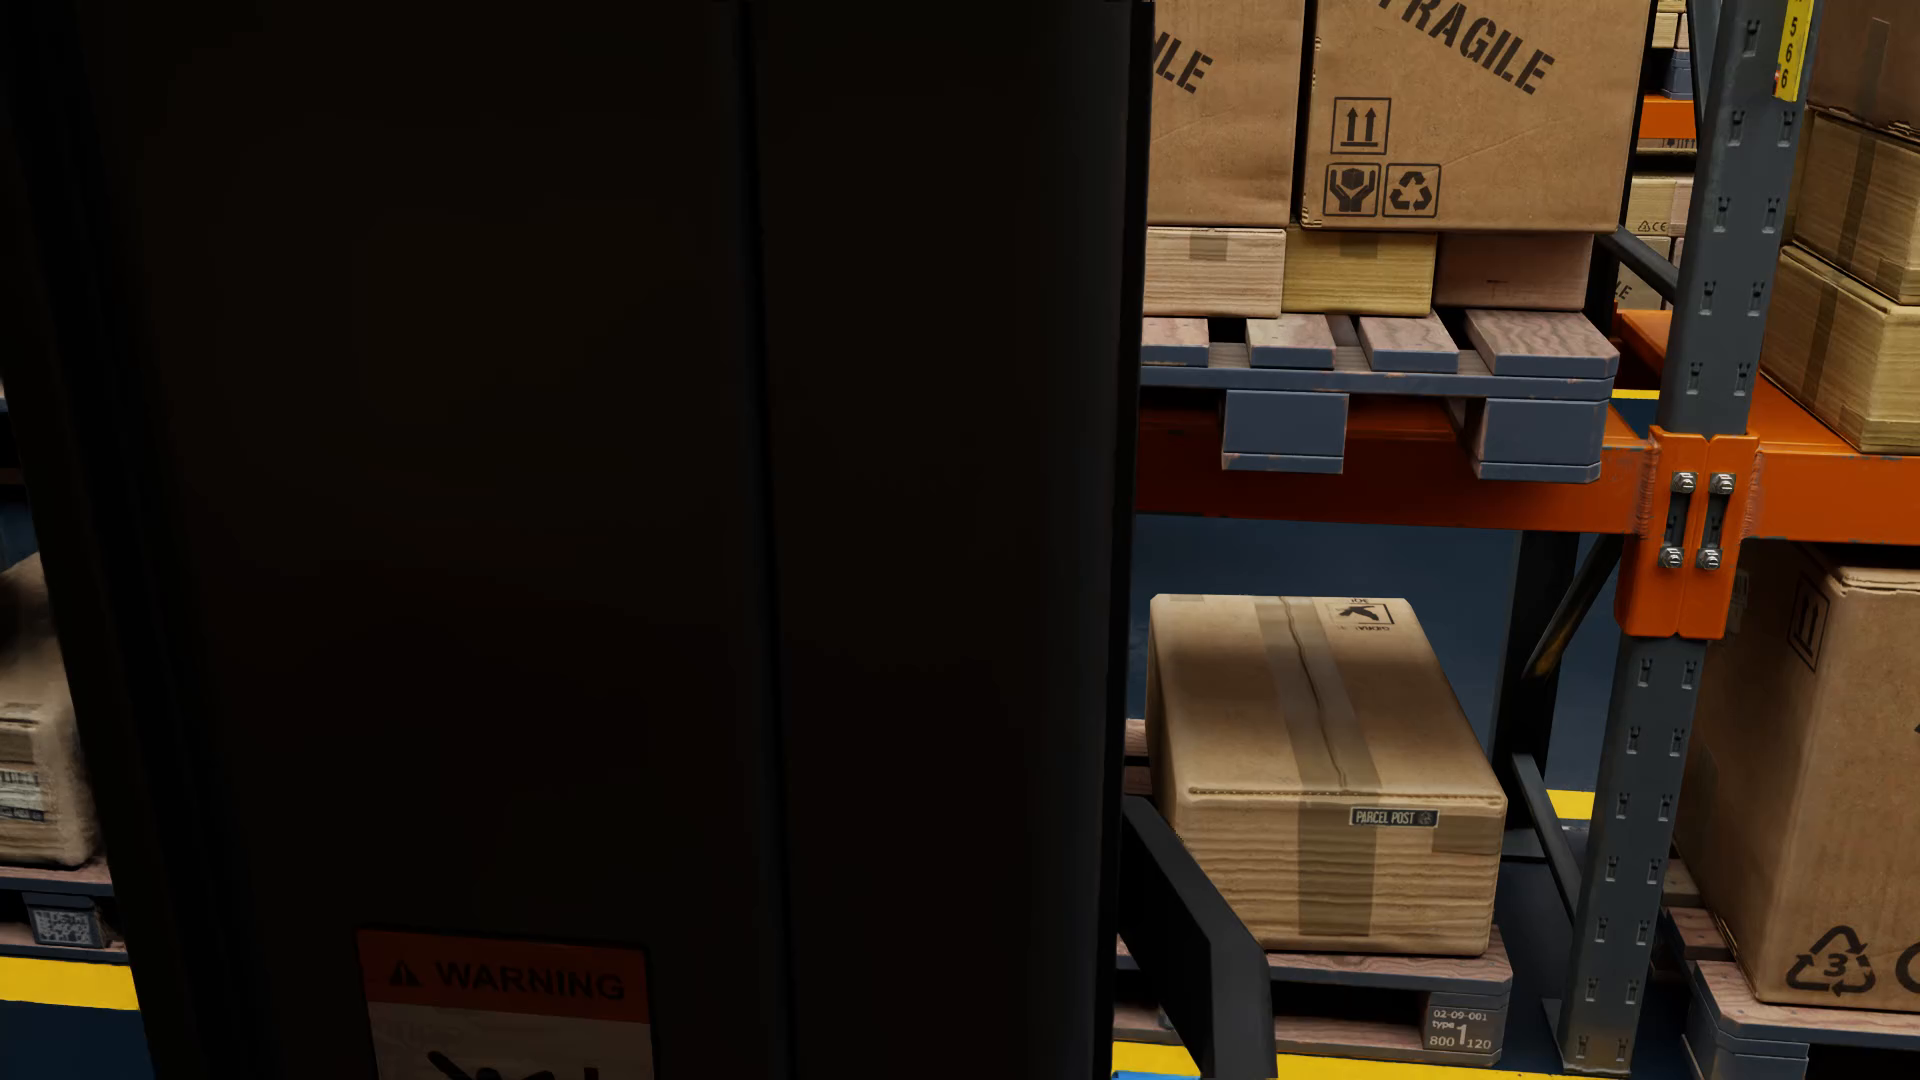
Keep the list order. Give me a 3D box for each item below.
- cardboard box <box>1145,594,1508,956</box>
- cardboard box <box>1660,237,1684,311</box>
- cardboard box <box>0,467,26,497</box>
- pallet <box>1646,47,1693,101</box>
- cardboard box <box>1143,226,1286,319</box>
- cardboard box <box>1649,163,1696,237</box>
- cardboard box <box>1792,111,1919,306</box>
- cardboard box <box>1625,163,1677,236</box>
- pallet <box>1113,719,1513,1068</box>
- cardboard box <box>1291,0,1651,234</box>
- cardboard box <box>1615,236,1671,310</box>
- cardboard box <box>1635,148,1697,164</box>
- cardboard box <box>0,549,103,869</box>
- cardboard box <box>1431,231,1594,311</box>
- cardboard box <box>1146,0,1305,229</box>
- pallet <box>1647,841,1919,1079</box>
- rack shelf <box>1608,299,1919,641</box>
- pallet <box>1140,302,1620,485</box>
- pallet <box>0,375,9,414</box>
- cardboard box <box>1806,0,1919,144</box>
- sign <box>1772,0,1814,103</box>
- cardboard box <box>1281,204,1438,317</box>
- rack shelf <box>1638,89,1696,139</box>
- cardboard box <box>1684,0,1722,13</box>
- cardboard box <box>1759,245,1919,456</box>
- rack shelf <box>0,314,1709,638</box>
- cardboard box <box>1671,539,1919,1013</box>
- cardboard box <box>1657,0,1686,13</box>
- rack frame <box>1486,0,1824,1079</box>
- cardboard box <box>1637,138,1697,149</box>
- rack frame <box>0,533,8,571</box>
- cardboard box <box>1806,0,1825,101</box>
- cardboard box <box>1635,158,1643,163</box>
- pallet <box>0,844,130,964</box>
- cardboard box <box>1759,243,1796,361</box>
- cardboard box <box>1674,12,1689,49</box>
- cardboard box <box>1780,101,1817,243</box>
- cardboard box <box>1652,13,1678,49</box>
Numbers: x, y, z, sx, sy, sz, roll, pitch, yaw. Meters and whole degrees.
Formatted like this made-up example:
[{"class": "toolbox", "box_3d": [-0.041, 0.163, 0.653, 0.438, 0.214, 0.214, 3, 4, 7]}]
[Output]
[{"class": "cardboard box", "box_3d": [0.751, 0.477, 3.657, 0.625, 0.372, 0.950, 1, 22, 3]}, {"class": "cardboard box", "box_3d": [3.476, -1.202, 7.728, 0.500, 0.500, 0.500, 2, 22, 5]}, {"class": "cardboard box", "box_3d": [-3.661, -0.581, 6.541, 0.503, 0.637, 0.797, 2, 22, 6]}, {"class": "pallet", "box_3d": [3.764, -2.174, 7.619, 1.213, 0.211, 1.003, 2, 22, 6]}, {"class": "cardboard box", "box_3d": [0.428, -0.508, 2.916, 0.250, 0.149, 0.380, 2, 22, 6]}, {"class": "cardboard box", "box_3d": [3.443, -1.549, 7.587, 0.500, 0.250, 0.500, 3, 22, 7]}, {"class": "cardboard box", "box_3d": [1.785, -0.573, 2.832, 0.500, 0.250, 0.500, 2, 22, 6]}, {"class": "cardboard box", "box_3d": [2.953, -1.575, 7.653, 0.500, 0.250, 0.500, 2, 22, 6]}, {"class": "pallet", "box_3d": [0.535, 0.740, 3.780, 1.213, 0.211, 1.003, 2, 22, 6]}, {"class": "cardboard box", "box_3d": [0.827, -0.820, 2.823, 0.500, 0.500, 0.500, 2, 22, 5]}, {"class": "cardboard box", "box_3d": [2.965, -1.222, 7.780, 0.500, 0.500, 0.500, 3, 22, 7]}, {"class": "cardboard box", "box_3d": [3.509, -1.736, 8.059, 0.500, 0.250, 0.500, 3, 22, 8]}, {"class": "cardboard box", "box_3d": [-2.140, 0.354, 3.969, 0.625, 0.372, 0.950, 3, 22, 7]}, {"class": "cardboard box", "box_3d": [0.958, -0.529, 2.968, 0.250, 0.149, 0.380, 3, 22, 8]}, {"class": "cardboard box", "box_3d": [0.312, -0.839, 2.869, 0.500, 0.500, 0.500, 2, 22, 5]}, {"class": "pallet", "box_3d": [2.085, 0.836, 3.537, 1.213, 0.211, 1.003, 2, 22, 6]}, {"class": "rack shelf", "box_3d": [3.297, -0.101, 3.094, 4.000, 0.370, 1.077, 2, 22, 6]}, {"class": "pallet", "box_3d": [0.591, -0.425, 3.195, 1.003, 0.211, 1.213, 2, 22, 6]}, {"class": "pallet", "box_3d": [-1.919, -0.520, 3.435, 1.213, 0.211, 1.003, 2, 22, 6]}, {"class": "cardboard box", "box_3d": [1.772, -0.923, 2.698, 0.500, 0.500, 0.500, 2, 22, 5]}, {"class": "sign", "box_3d": [1.257, -0.825, 2.480, 0.005, 0.325, 0.100, 2, 22, 6]}, {"class": "cardboard box", "box_3d": [0.683, -0.514, 2.930, 0.250, 0.149, 0.380, 3, 22, 7]}, {"class": "rack shelf", "box_3d": [3.779, -1.912, 7.676, 4.000, 0.370, 1.077, 2, 22, 6]}, {"class": "cardboard box", "box_3d": [3.282, -2.413, 7.329, 0.250, 0.149, 0.380, 3, 22, 6]}, {"class": "cardboard box", "box_3d": [1.767, -0.339, 2.922, 0.500, 0.250, 0.500, 2, 22, 5]}, {"class": "rack shelf", "box_3d": [-0.675, -0.274, 3.531, 4.000, 0.370, 1.077, 2, 22, 6]}, {"class": "cardboard box", "box_3d": [1.987, 0.331, 3.341, 0.875, 0.875, 0.875, 2, 22, 6]}, {"class": "cardboard box", "box_3d": [3.035, -2.424, 7.357, 0.250, 0.149, 0.380, 3, 22, 7]}, {"class": "rack frame", "box_3d": [1.311, -0.522, 3.180, 0.127, 3.000, 1.000, 2, 22, 6]}, {"class": "cardboard box", "box_3d": [4.924, -3.233, 12.356, 0.875, 0.875, 1.225, 2, 22, 4]}, {"class": "rack frame", "box_3d": [-2.661, -0.695, 3.618, 0.127, 3.000, 1.000, 2, 22, 6]}, {"class": "cardboard box", "box_3d": [1.855, -1.107, 3.163, 0.500, 0.500, 0.500, 2, 22, 5]}, {"class": "cardboard box", "box_3d": [3.006, -1.763, 8.129, 0.500, 0.250, 0.500, 3, 22, 7]}, {"class": "pallet", "box_3d": [-1.888, 0.635, 4.047, 1.213, 0.211, 1.003, 2, 22, 6]}, {"class": "cardboard box", "box_3d": [1.844, -0.525, 3.392, 0.500, 0.250, 0.500, 2, 22, 4]}, {"class": "cardboard box", "box_3d": [3.281, -2.274, 7.383, 0.250, 0.149, 0.380, 3, 22, 8]}, {"class": "cardboard box", "box_3d": [1.822, -0.756, 3.297, 0.500, 0.250, 0.500, 2, 22, 6]}, {"class": "cardboard box", "box_3d": [3.016, -2.285, 7.409, 0.250, 0.149, 0.380, 3, 22, 9]}]
